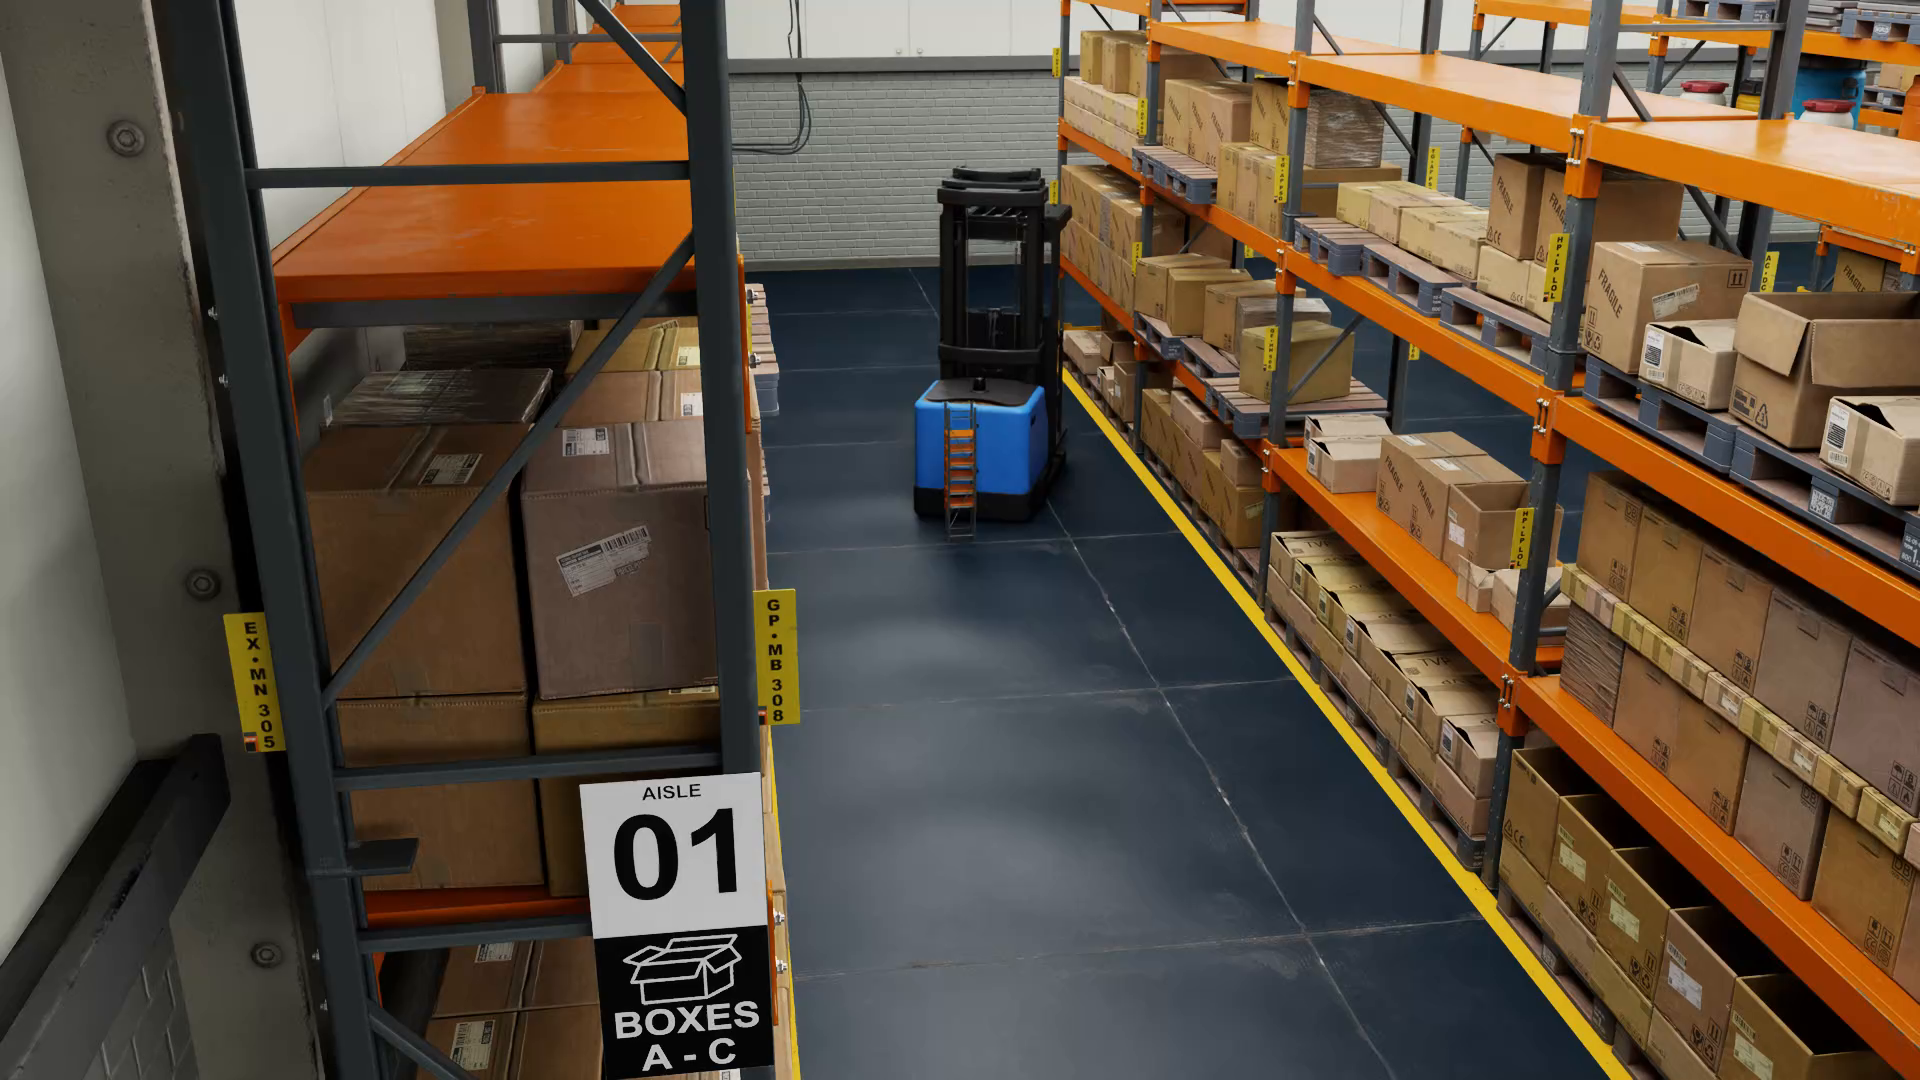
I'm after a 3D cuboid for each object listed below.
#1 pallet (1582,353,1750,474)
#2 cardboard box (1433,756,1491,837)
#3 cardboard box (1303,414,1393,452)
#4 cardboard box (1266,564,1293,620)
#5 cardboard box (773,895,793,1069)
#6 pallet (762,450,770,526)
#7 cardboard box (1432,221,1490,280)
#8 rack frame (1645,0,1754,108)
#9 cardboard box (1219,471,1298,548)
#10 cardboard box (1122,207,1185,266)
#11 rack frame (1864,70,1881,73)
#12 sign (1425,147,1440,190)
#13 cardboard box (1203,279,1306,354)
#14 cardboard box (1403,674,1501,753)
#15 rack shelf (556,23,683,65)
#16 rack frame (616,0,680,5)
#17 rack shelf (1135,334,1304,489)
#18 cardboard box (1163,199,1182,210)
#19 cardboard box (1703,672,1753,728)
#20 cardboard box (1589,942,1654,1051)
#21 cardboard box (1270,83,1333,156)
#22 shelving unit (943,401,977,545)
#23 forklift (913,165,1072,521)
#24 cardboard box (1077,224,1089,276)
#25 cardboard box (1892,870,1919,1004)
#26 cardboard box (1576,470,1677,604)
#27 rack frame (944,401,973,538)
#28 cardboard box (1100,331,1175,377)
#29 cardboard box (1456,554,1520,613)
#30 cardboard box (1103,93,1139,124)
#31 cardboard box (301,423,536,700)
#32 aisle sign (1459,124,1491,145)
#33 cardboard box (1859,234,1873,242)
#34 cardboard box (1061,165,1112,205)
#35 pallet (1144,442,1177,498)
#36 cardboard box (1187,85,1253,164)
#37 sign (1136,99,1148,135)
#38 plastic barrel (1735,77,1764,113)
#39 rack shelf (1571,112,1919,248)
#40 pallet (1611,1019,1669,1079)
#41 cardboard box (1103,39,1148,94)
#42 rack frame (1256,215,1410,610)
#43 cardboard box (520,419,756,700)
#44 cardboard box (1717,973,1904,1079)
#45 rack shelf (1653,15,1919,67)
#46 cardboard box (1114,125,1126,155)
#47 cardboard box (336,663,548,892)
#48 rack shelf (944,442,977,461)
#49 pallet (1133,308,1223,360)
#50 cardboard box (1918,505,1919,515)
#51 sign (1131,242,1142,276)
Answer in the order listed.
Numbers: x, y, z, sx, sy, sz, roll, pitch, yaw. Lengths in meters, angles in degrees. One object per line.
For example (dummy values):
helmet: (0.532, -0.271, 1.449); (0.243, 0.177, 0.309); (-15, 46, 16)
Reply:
pallet: (3.526, -0.601, 7.378); (1.003, 0.211, 1.213); (-3, 21, -8)
cardboard box: (3.031, 1.431, 9.427); (0.500, 0.250, 0.500); (-3, 21, -8)
cardboard box: (2.811, -0.746, 12.055); (0.500, 0.311, 0.500); (-2, 21, -4)
cardboard box: (2.586, 0.371, 12.265); (0.500, 0.250, 0.500); (-3, 21, -8)
cardboard box: (-0.780, 1.462, 5.128); (0.500, 0.500, 0.500); (-3, 21, -8)
pallet: (-1.892, -0.334, 11.097); (1.213, 0.211, 1.003); (-3, 21, -8)
cardboard box: (3.163, -1.728, 9.883); (0.500, 0.250, 0.500); (-5, 21, -12)
rack frame: (7.127, -5.360, 15.706); (1.000, 3.000, 0.127); (-3, 21, -8)
cardboard box: (2.434, -0.263, 13.578); (0.500, 0.500, 0.500); (-2, 21, -6)
cardboard box: (1.896, -2.978, 16.332); (0.500, 0.500, 0.500); (-3, 21, -7)
rack frame: (11.452, -6.995, 20.083); (1.000, 3.000, 0.127); (-3, 21, -8)
sign: (3.352, -2.626, 11.821); (0.100, 0.325, 0.005); (-3, 21, -8)
cardboard box: (2.540, -1.936, 14.370); (0.700, 0.500, 0.500); (-8, 22, -21)
cardboard box: (2.955, 0.992, 9.802); (0.500, 0.311, 0.500); (-2, 21, -6)
rack shelf: (-2.388, -3.644, 12.710); (1.077, 0.370, 4.000); (-3, 21, -8)
rack frame: (-3.253, -6.245, 18.076); (1.000, 3.000, 0.127); (-3, 21, -8)
rack shelf: (2.513, -1.272, 14.362); (1.077, 0.370, 4.000); (-3, 21, -8)
cardboard box: (2.360, -3.172, 16.851); (0.500, 0.500, 0.500); (-4, 21, -9)
cardboard box: (3.415, 0.667, 7.074); (0.380, 0.149, 0.250); (-4, 21, -9)
cardboard box: (3.279, 2.083, 7.683); (0.500, 0.250, 0.500); (-3, 21, -8)
cardboard box: (2.671, -3.165, 12.543); (0.500, 0.500, 0.500); (-3, 21, -8)
shelving unit: (0.002, -0.557, 13.993); (0.258, 1.200, 0.189); (-3, 21, -8)
forklift: (0.411, -2.021, 15.438); (1.130, 2.935, 3.031); (4, 21, 12)
cardboard box: (1.600, -3.214, 18.391); (0.500, 0.500, 0.500); (-3, 21, -8)
cardboard box: (3.819, 1.463, 5.869); (0.700, 0.500, 0.500); (-2, 21, -6)
cardboard box: (3.448, -0.033, 8.019); (0.700, 0.500, 0.500); (-3, 21, -7)
rack frame: (-0.011, -0.589, 14.078); (0.240, 1.200, 0.006); (-3, 21, -8)
cardboard box: (1.949, -1.988, 18.191); (0.797, 0.503, 0.637); (-3, 21, -8)
cardboard box: (3.069, 0.236, 9.488); (0.396, 0.266, 0.258); (-3, 21, -9)
cardboard box: (1.747, -4.372, 16.846); (0.500, 0.250, 0.500); (-3, 21, -8)
cardboard box: (-1.268, 0.039, 3.938); (0.500, 0.500, 0.500); (-2, 21, -5)
aisle sign: (6.246, -5.162, 20.036); (0.394, 0.787, 0.004); (-3, 21, -8)
cardboard box: (11.252, -3.750, 20.328); (0.380, 0.149, 0.250); (-3, 21, -9)
cardboard box: (1.451, -4.034, 19.159); (0.500, 0.500, 0.500); (-2, 21, -6)
pallet: (2.379, -0.715, 15.829); (1.003, 0.211, 1.213); (-3, 21, -8)
cardboard box: (2.343, -3.588, 14.364); (0.600, 0.600, 0.600); (-3, 21, -8)
sign: (1.689, -3.919, 15.395); (0.100, 0.325, 0.005); (-3, 21, -8)
plastic barrel: (7.459, -3.934, 15.306); (0.600, 0.588, 0.600); (0, 20, 0)
rack shelf: (3.666, -1.125, 5.967); (1.077, 0.370, 4.000); (-3, 21, -8)
pallet: (3.630, 2.476, 7.286); (1.003, 0.211, 1.213); (-3, 21, -8)
cardboard box: (1.884, -4.907, 17.207); (0.700, 0.500, 0.500); (-3, 21, -8)
rack frame: (2.801, -0.916, 12.382); (1.000, 3.000, 0.127); (-3, 21, -8)
cardboard box: (-0.762, 0.029, 3.963); (0.500, 0.500, 0.500); (-4, 21, -12)
cardboard box: (3.424, 2.077, 6.625); (0.500, 0.500, 0.500); (-3, 21, -8)
rack shelf: (7.415, -4.143, 14.048); (1.077, 0.370, 4.000); (-3, 21, -8)
cardboard box: (1.830, -3.965, 16.472); (0.500, 0.250, 0.500); (-3, 21, -8)
cardboard box: (-1.258, 0.512, 4.101); (0.500, 0.500, 0.500); (-1, 21, -4)
rack shelf: (0.002, -0.740, 13.924); (0.258, 0.103, 0.180); (-3, 21, -8)
pallet: (2.232, -1.929, 15.368); (1.003, 0.211, 1.213); (-3, 21, -8)
cardboard box: (3.528, -0.129, 5.402); (0.500, 0.250, 0.500); (-3, 21, -8)
sign: (1.689, -2.677, 15.859); (0.100, 0.325, 0.005); (-3, 21, -8)
